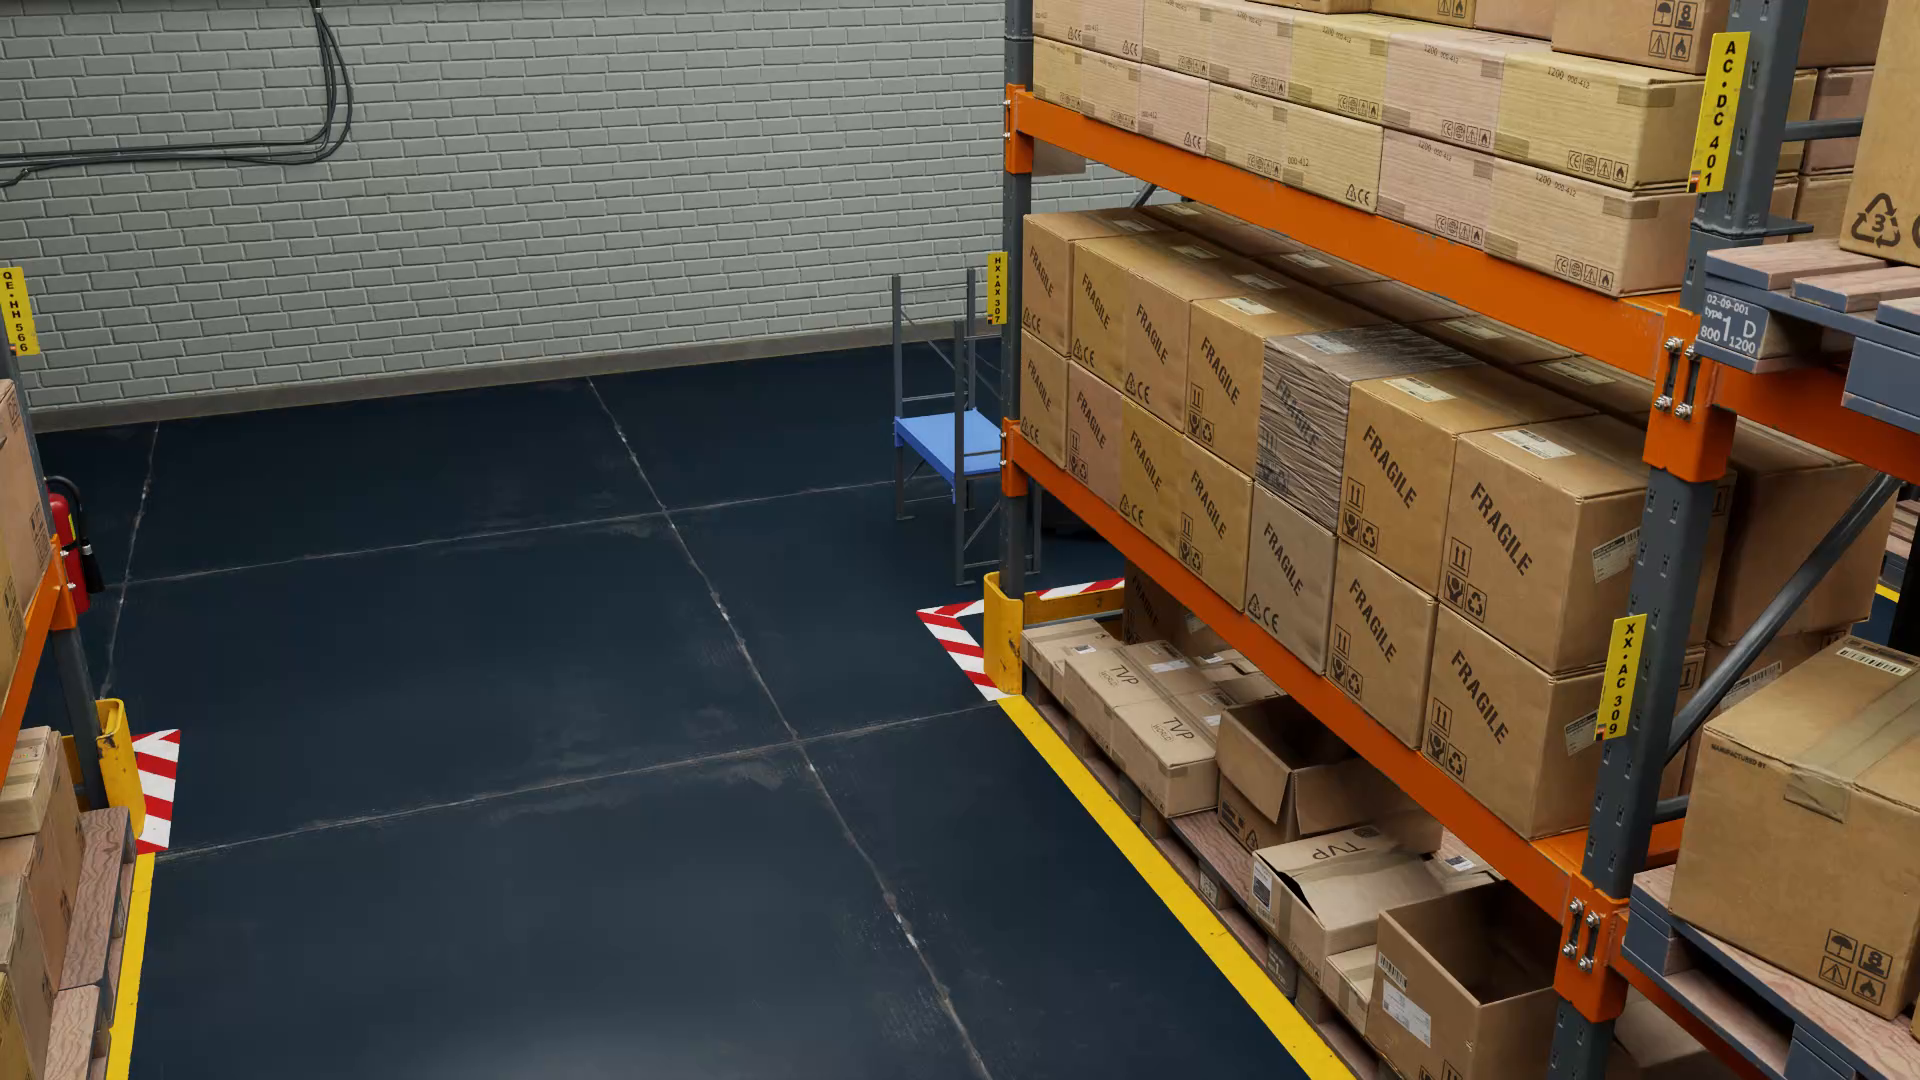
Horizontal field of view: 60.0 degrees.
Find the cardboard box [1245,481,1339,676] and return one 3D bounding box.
[{"bbox_3d":[1.307,0.087,5.552,0.500,0.500,0.500,-8,24,-18],"label":"cardboard box"}]

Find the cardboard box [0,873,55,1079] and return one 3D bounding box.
[{"bbox_3d":[-3.260,1.444,5.139,0.700,0.500,0.500,-9,25,-21],"label":"cardboard box"}]

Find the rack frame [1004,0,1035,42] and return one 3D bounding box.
[{"bbox_3d":[0.677,-3.565,6.621,1.000,3.000,0.127,-8,24,-19],"label":"rack frame"}]

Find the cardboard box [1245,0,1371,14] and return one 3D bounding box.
[{"bbox_3d":[1.338,-1.950,5.237,0.700,0.500,0.500,-8,24,-19],"label":"cardboard box"}]

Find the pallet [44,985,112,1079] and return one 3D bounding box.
[{"bbox_3d":[-3.173,1.888,4.999,1.003,0.211,1.213,-8,24,-19],"label":"pallet"}]

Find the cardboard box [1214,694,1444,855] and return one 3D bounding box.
[{"bbox_3d":[1.422,0.919,6.356,0.797,0.503,0.637,-8,24,-19],"label":"cardboard box"}]

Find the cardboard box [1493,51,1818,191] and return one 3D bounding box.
[{"bbox_3d":[1.665,-1.030,4.019,0.500,0.250,0.500,-8,24,-19],"label":"cardboard box"}]

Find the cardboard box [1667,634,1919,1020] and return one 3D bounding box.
[{"bbox_3d":[2.049,0.616,3.756,0.700,0.500,0.500,-18,29,-36],"label":"cardboard box"}]

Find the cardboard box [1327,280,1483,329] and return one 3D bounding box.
[{"bbox_3d":[1.640,-0.625,5.955,0.500,0.500,0.500,-8,24,-17],"label":"cardboard box"}]

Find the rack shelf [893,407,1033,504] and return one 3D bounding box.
[{"bbox_3d":[0.030,-0.494,9.455,0.538,0.185,1.000,-8,24,-19],"label":"rack shelf"}]

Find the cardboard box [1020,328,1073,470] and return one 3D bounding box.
[{"bbox_3d":[0.587,-0.649,7.299,0.500,0.500,0.500,-8,24,-18],"label":"cardboard box"}]

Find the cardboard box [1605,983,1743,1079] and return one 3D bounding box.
[{"bbox_3d":[2.145,1.507,5.207,0.500,0.311,0.500,-8,24,-19],"label":"cardboard box"}]

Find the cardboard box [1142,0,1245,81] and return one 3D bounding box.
[{"bbox_3d":[0.968,-1.758,5.746,0.500,0.250,0.500,-8,24,-19],"label":"cardboard box"}]

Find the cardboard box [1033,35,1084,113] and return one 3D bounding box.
[{"bbox_3d":[0.621,-1.892,6.708,0.500,0.250,0.500,-8,24,-19],"label":"cardboard box"}]

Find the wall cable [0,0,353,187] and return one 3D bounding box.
[{"bbox_3d":[-5.619,-3.557,10.601,3.097,2.526,0.112,-8,24,-19],"label":"wall cable"}]

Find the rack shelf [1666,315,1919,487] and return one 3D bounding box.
[{"bbox_3d":[2.797,0.329,2.171,1.077,0.370,4.000,-8,24,-19],"label":"rack shelf"}]

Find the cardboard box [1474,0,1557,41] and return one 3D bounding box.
[{"bbox_3d":[1.839,-1.609,4.426,0.700,0.500,0.500,-8,24,-19],"label":"cardboard box"}]

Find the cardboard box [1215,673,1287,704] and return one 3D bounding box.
[{"bbox_3d":[1.407,0.777,7.018,0.500,0.250,0.500,-8,24,-19],"label":"cardboard box"}]

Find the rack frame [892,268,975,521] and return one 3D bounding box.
[{"bbox_3d":[-0.149,-0.845,9.823,0.500,1.500,0.032,-8,24,-19],"label":"rack frame"}]

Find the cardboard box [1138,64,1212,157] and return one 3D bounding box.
[{"bbox_3d":[0.964,-1.527,5.842,0.500,0.250,0.500,-8,24,-19],"label":"cardboard box"}]

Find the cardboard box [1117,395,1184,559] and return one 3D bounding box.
[{"bbox_3d":[0.949,-0.279,6.422,0.500,0.500,0.500,-8,24,-19],"label":"cardboard box"}]

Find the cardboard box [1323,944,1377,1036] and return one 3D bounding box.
[{"bbox_3d":[1.435,1.468,5.509,0.380,0.149,0.250,-8,24,-19],"label":"cardboard box"}]

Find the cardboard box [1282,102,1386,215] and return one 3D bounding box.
[{"bbox_3d":[1.318,-1.164,4.980,0.500,0.250,0.500,-8,24,-19],"label":"cardboard box"}]

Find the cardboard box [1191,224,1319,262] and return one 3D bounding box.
[{"bbox_3d":[1.271,-1.000,6.844,0.500,0.500,0.500,-8,24,-18],"label":"cardboard box"}]

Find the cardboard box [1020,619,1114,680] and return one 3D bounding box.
[{"bbox_3d":[0.504,0.510,7.782,0.380,0.149,0.250,-8,24,-19],"label":"cardboard box"}]

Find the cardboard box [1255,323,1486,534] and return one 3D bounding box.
[{"bbox_3d":[1.308,-0.371,5.352,0.500,0.500,0.500,-8,24,-19],"label":"cardboard box"}]

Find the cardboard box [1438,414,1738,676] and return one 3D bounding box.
[{"bbox_3d":[1.670,-0.002,4.476,0.500,0.500,0.500,-8,24,-19],"label":"cardboard box"}]

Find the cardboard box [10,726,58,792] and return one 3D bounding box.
[{"bbox_3d":[-3.399,0.802,5.827,0.380,0.149,0.250,-9,24,-20],"label":"cardboard box"}]

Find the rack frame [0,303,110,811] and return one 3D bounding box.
[{"bbox_3d":[-3.956,-0.119,6.171,1.000,3.000,0.127,-8,24,-19],"label":"rack frame"}]

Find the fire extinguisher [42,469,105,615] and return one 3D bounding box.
[{"bbox_3d":[-3.577,-0.030,6.539,0.296,0.674,0.183,-8,24,-19],"label":"fire extinguisher"}]

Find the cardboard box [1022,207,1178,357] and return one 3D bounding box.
[{"bbox_3d":[0.587,-1.110,7.105,0.500,0.500,0.500,-8,24,-17],"label":"cardboard box"}]

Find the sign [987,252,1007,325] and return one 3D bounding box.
[{"bbox_3d":[0.170,-1.125,7.442,0.100,0.325,0.005,-8,24,-19],"label":"sign"}]

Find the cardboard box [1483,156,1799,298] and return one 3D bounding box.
[{"bbox_3d":[1.670,-0.800,4.118,0.500,0.250,0.500,-8,24,-19],"label":"cardboard box"}]

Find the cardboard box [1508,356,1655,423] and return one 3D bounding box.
[{"bbox_3d":[2.004,-0.251,5.067,0.500,0.500,0.500,-9,25,-21],"label":"cardboard box"}]

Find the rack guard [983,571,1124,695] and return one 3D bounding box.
[{"bbox_3d":[0.704,0.379,8.207,1.175,0.500,0.348,-8,24,-19],"label":"rack guard"}]

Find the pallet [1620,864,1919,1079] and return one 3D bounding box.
[{"bbox_3d":[2.271,1.047,3.651,1.003,0.211,1.213,-8,24,-19],"label":"pallet"}]

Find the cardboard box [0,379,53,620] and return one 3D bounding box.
[{"bbox_3d":[-3.766,-0.074,5.676,0.980,0.700,0.700,-7,24,-17],"label":"cardboard box"}]

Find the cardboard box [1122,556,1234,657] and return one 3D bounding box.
[{"bbox_3d":[1.100,0.313,7.798,0.500,0.500,0.500,-8,24,-19],"label":"cardboard box"}]

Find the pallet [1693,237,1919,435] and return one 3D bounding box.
[{"bbox_3d":[2.255,-0.396,3.207,1.213,0.211,1.003,-8,24,-19],"label":"pallet"}]

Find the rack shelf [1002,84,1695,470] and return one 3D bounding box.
[{"bbox_3d":[1.384,-1.124,5.620,1.077,0.370,4.000,-8,24,-19],"label":"rack shelf"}]

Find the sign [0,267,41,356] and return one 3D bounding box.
[{"bbox_3d":[-3.443,-0.831,6.065,0.100,0.325,0.005,-8,24,-19],"label":"sign"}]

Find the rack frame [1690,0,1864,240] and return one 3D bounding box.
[{"bbox_3d":[2.090,-2.111,3.173,1.000,3.000,0.127,-8,24,-19],"label":"rack frame"}]

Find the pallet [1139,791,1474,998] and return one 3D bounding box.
[{"bbox_3d":[1.414,1.245,6.526,1.003,0.211,1.213,-8,24,-19],"label":"pallet"}]

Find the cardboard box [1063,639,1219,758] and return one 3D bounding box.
[{"bbox_3d":[0.781,0.682,7.243,0.500,0.250,0.500,-8,24,-19],"label":"cardboard box"}]

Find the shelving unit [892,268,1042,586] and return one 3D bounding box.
[{"bbox_3d":[0.030,-0.660,9.385,0.538,1.500,1.048,-8,24,-19],"label":"shelving unit"}]

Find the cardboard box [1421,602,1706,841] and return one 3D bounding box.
[{"bbox_3d":[1.674,0.461,4.666,0.500,0.500,0.500,-8,24,-18],"label":"cardboard box"}]

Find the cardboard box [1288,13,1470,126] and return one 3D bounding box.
[{"bbox_3d":[1.317,-1.394,4.883,0.500,0.250,0.500,-8,24,-19],"label":"cardboard box"}]

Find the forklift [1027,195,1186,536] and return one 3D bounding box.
[{"bbox_3d":[1.965,-1.451,9.418,3.031,2.935,1.130,5,23,11],"label":"forklift"}]

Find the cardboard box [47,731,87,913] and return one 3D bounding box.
[{"bbox_3d":[-3.615,1.080,6.004,0.700,0.500,0.500,-8,24,-19],"label":"cardboard box"}]

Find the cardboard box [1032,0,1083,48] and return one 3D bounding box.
[{"bbox_3d":[0.615,-2.121,6.609,0.500,0.250,0.500,-8,24,-19],"label":"cardboard box"}]

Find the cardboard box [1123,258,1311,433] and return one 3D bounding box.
[{"bbox_3d":[0.951,-0.738,6.224,0.500,0.500,0.500,-8,24,-18],"label":"cardboard box"}]
